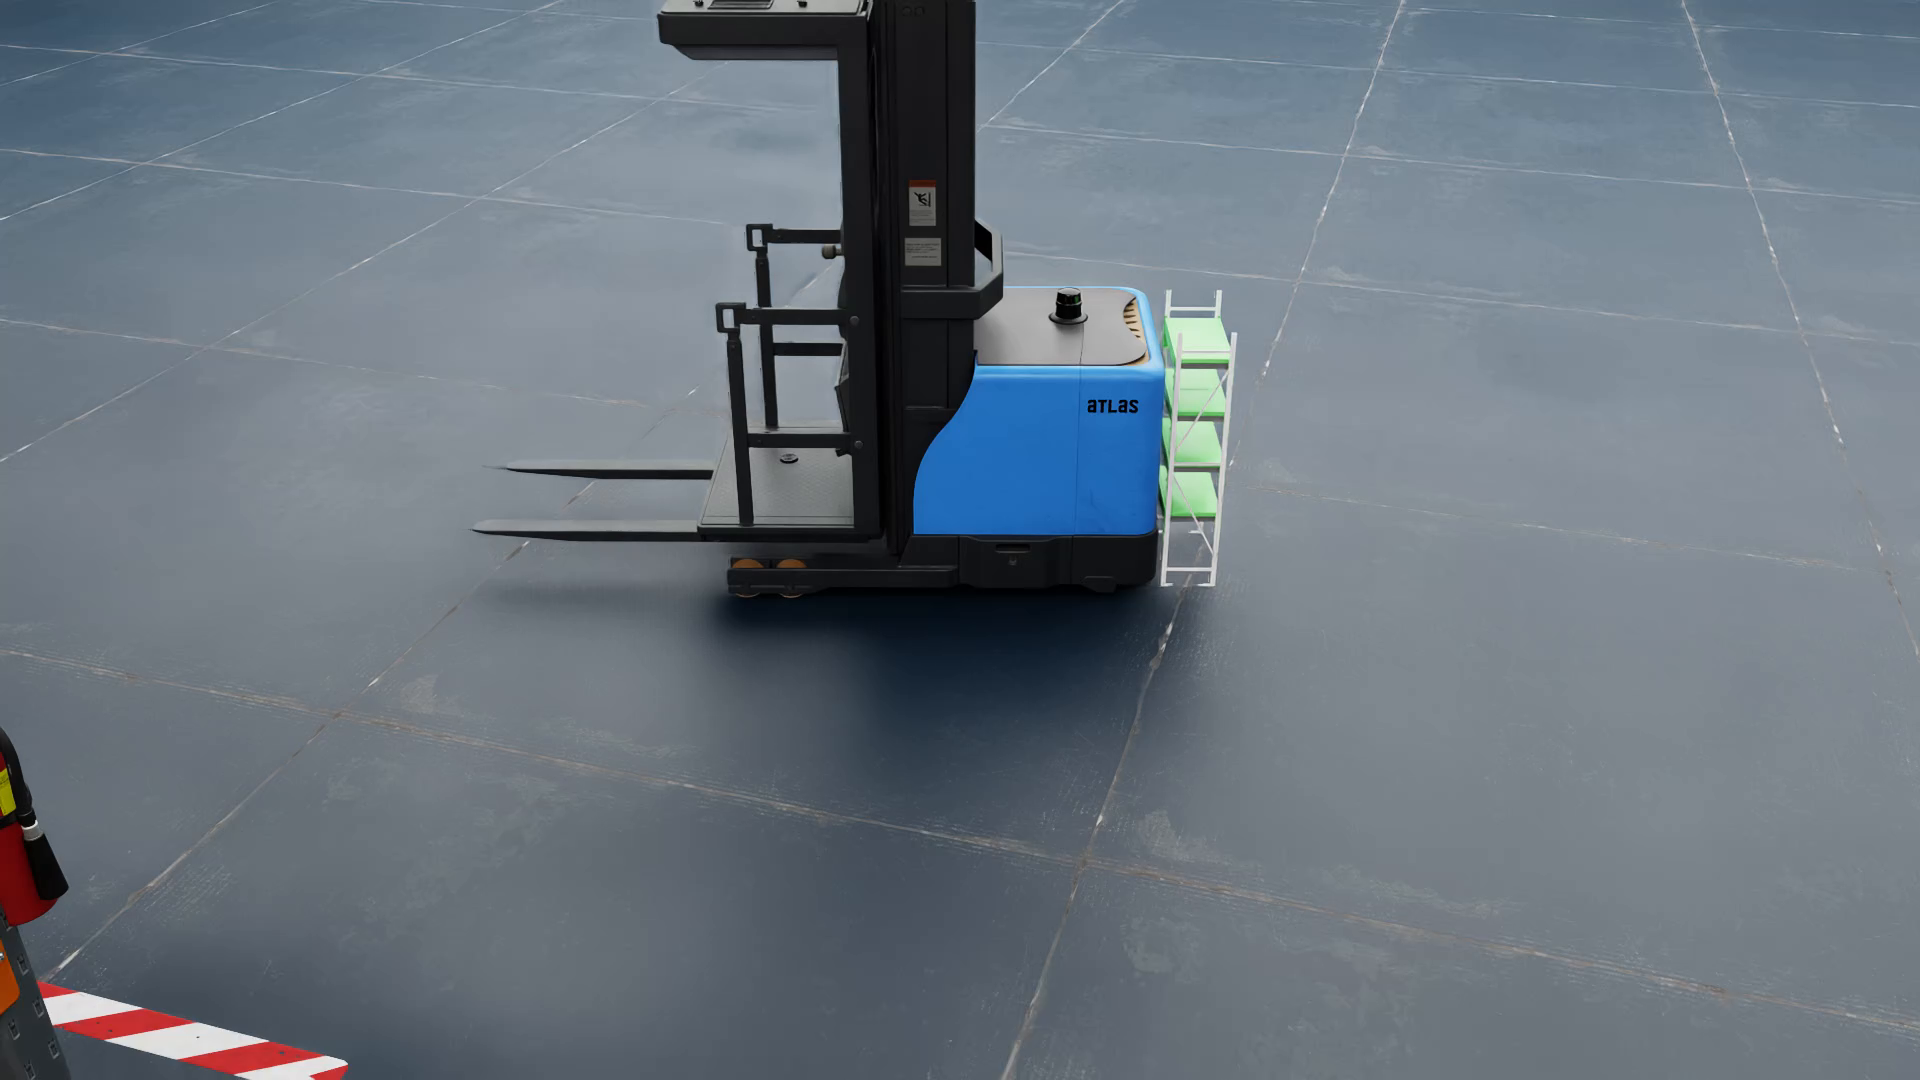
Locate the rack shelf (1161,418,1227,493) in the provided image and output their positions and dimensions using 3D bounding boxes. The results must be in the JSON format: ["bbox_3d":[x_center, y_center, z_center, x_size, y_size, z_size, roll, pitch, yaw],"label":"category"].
[{"bbox_3d":[1.014,-0.385,7.338,0.258,0.148,0.480,0,29,0],"label":"rack shelf"}]

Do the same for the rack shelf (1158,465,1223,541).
[{"bbox_3d":[1.014,-0.175,7.455,0.258,0.148,0.480,0,29,0],"label":"rack shelf"}]

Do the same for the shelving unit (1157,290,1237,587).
[{"bbox_3d":[1.014,-0.440,7.307,0.258,1.200,0.503,0,29,0],"label":"shelving unit"}]

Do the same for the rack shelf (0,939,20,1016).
[{"bbox_3d":[-3.264,1.757,2.245,1.077,0.370,4.000,8,30,15],"label":"rack shelf"}]

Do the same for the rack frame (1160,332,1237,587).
[{"bbox_3d":[1.012,-0.322,7.094,0.240,1.200,0.015,0,29,0],"label":"rack frame"}]

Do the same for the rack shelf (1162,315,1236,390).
[{"bbox_3d":[1.015,-0.804,7.105,0.258,0.148,0.480,0,29,0],"label":"rack shelf"}]

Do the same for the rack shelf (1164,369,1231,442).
[{"bbox_3d":[1.014,-0.594,7.222,0.258,0.148,0.480,0,29,0],"label":"rack shelf"}]

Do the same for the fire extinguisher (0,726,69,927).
[{"bbox_3d":[-2.203,0.560,3.737,0.296,0.674,0.183,8,30,15],"label":"fire extinguisher"}]

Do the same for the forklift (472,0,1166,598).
[{"bbox_3d":[-0.647,-1.284,7.044,3.031,2.935,1.130,0,29,1],"label":"forklift"}]

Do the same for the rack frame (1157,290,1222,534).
[{"bbox_3d":[1.017,-0.559,7.520,0.240,1.200,0.015,0,29,0],"label":"rack frame"}]
